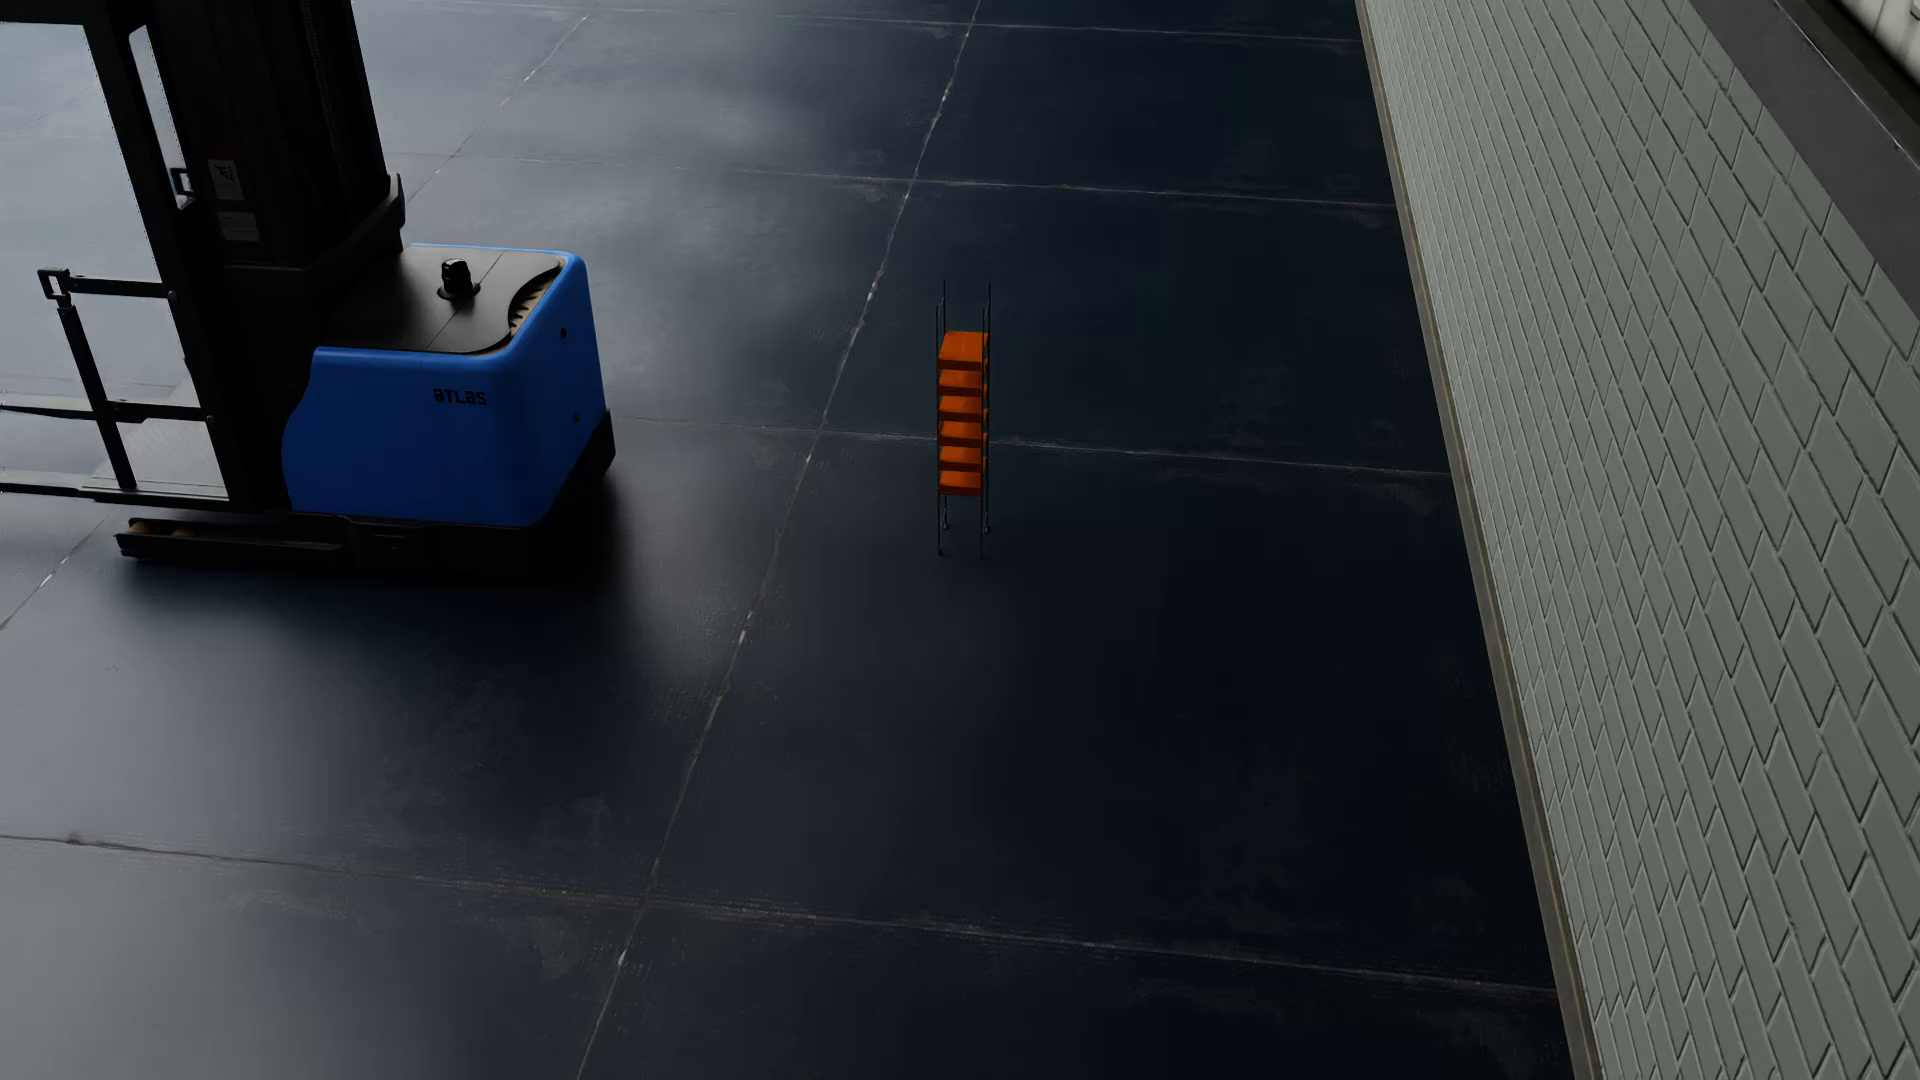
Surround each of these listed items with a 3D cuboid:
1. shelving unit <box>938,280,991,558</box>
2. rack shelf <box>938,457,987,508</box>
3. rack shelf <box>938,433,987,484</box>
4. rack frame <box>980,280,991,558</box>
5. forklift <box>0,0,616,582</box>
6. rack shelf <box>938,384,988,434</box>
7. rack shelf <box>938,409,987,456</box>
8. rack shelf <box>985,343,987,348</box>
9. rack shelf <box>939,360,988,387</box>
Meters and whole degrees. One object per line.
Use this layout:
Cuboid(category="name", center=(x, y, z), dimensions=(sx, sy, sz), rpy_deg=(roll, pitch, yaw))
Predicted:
Cuboid(category="shelving unit", center=(0.017, -0.487, 6.900), dimensions=(0.184, 1.200, 0.258), rpy_deg=(4, 36, 6))
Cuboid(category="rack shelf", center=(0.014, -0.256, 7.065), dimensions=(0.180, 0.103, 0.258), rpy_deg=(4, 36, 6))
Cuboid(category="rack shelf", center=(0.014, -0.353, 6.995), dimensions=(0.180, 0.103, 0.258), rpy_deg=(4, 36, 6))
Cuboid(category="rack frame", center=(0.105, -0.481, 6.890), dimensions=(0.006, 1.200, 0.240), rpy_deg=(4, 36, 6))
Cuboid(category="forklift", center=(-3.146, -1.333, 6.711), dimensions=(3.031, 2.797, 1.129), rpy_deg=(4, 36, 6))
Cuboid(category="rack shelf", center=(0.014, -0.549, 6.856), dimensions=(0.180, 0.103, 0.258), rpy_deg=(4, 36, 6))
Cuboid(category="rack shelf", center=(0.014, -0.451, 6.926), dimensions=(0.180, 0.103, 0.258), rpy_deg=(4, 36, 6))
Cuboid(category="rack shelf", center=(0.014, -0.760, 6.705), dimensions=(0.166, 0.020, 0.199), rpy_deg=(4, 36, 6))
Cuboid(category="rack shelf", center=(0.014, -0.669, 6.771), dimensions=(0.171, 0.034, 0.221), rpy_deg=(4, 36, 6))
